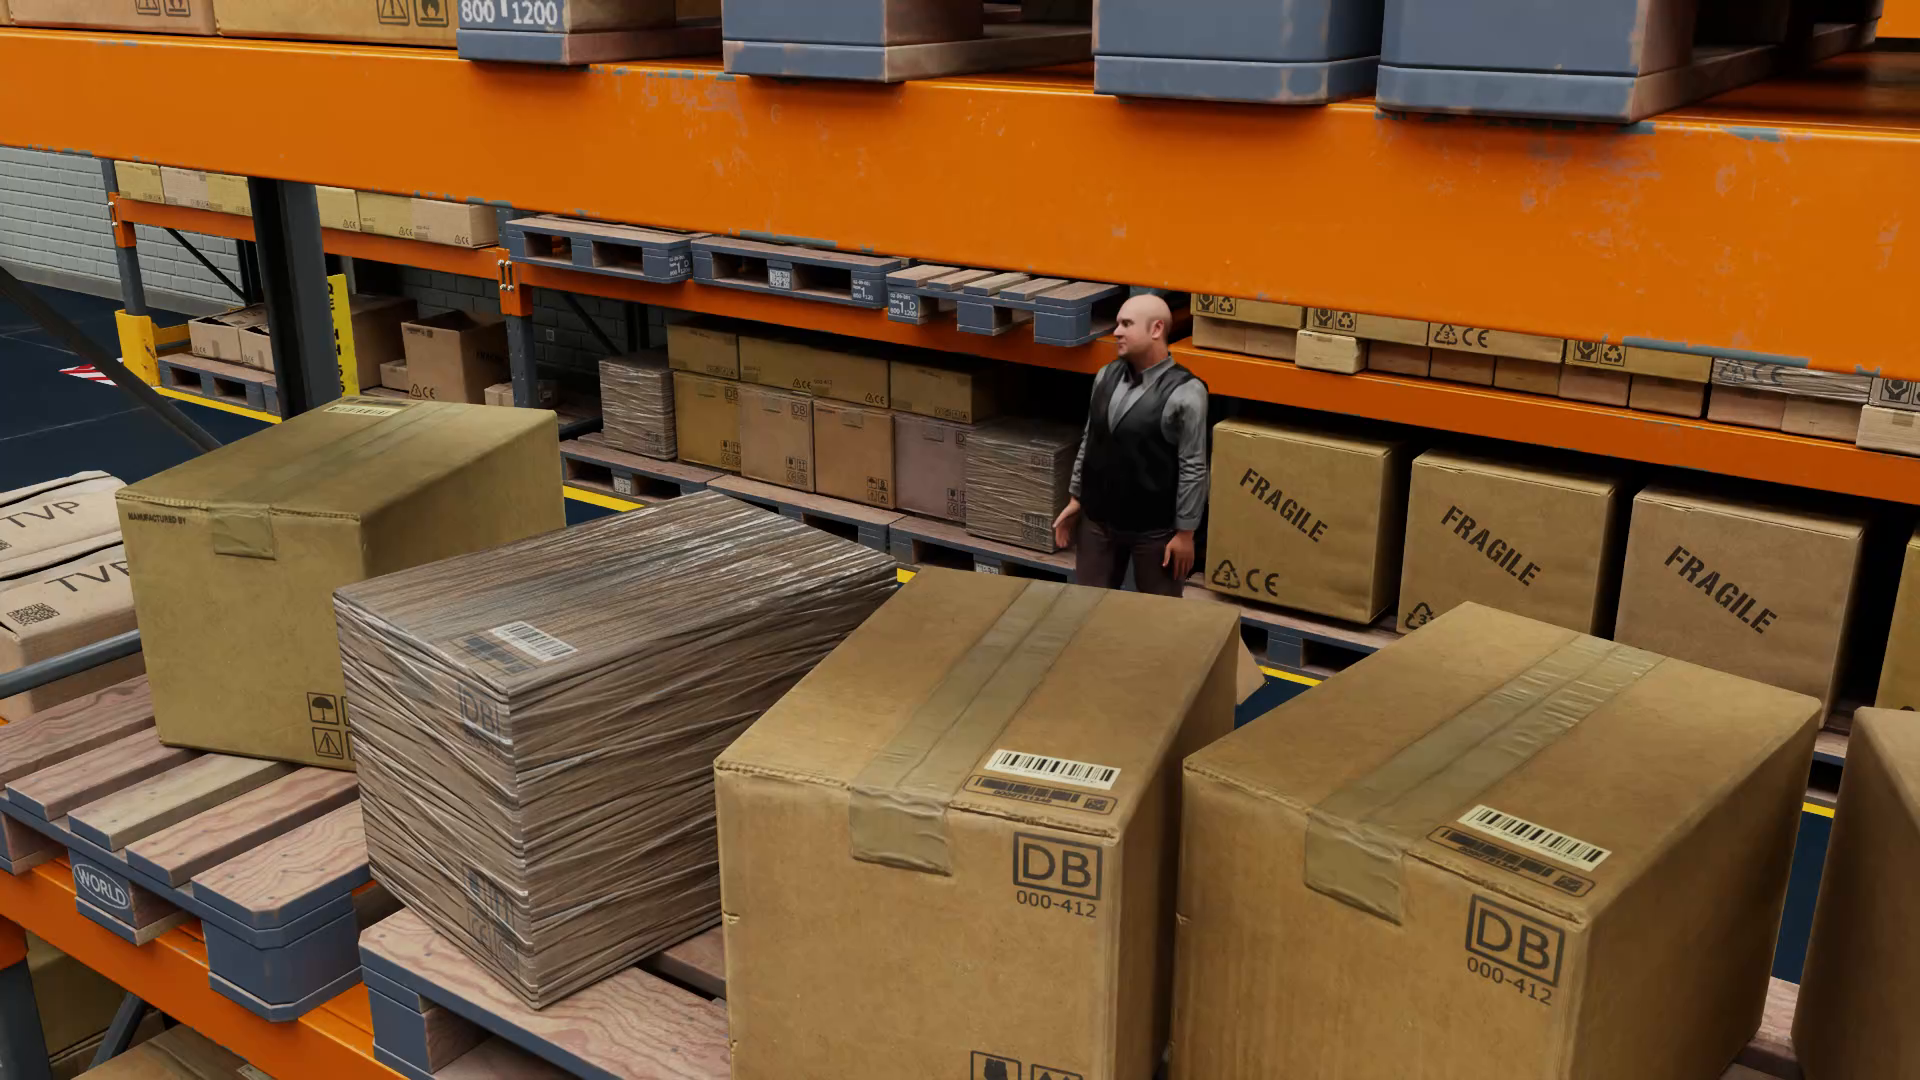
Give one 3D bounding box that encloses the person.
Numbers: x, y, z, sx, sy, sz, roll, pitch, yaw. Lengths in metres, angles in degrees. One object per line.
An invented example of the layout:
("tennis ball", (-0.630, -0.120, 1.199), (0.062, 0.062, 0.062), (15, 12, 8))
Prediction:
("person", (0.662, 0.018, 6.192), (0.564, 1.470, 0.385), (17, 26, 39))
